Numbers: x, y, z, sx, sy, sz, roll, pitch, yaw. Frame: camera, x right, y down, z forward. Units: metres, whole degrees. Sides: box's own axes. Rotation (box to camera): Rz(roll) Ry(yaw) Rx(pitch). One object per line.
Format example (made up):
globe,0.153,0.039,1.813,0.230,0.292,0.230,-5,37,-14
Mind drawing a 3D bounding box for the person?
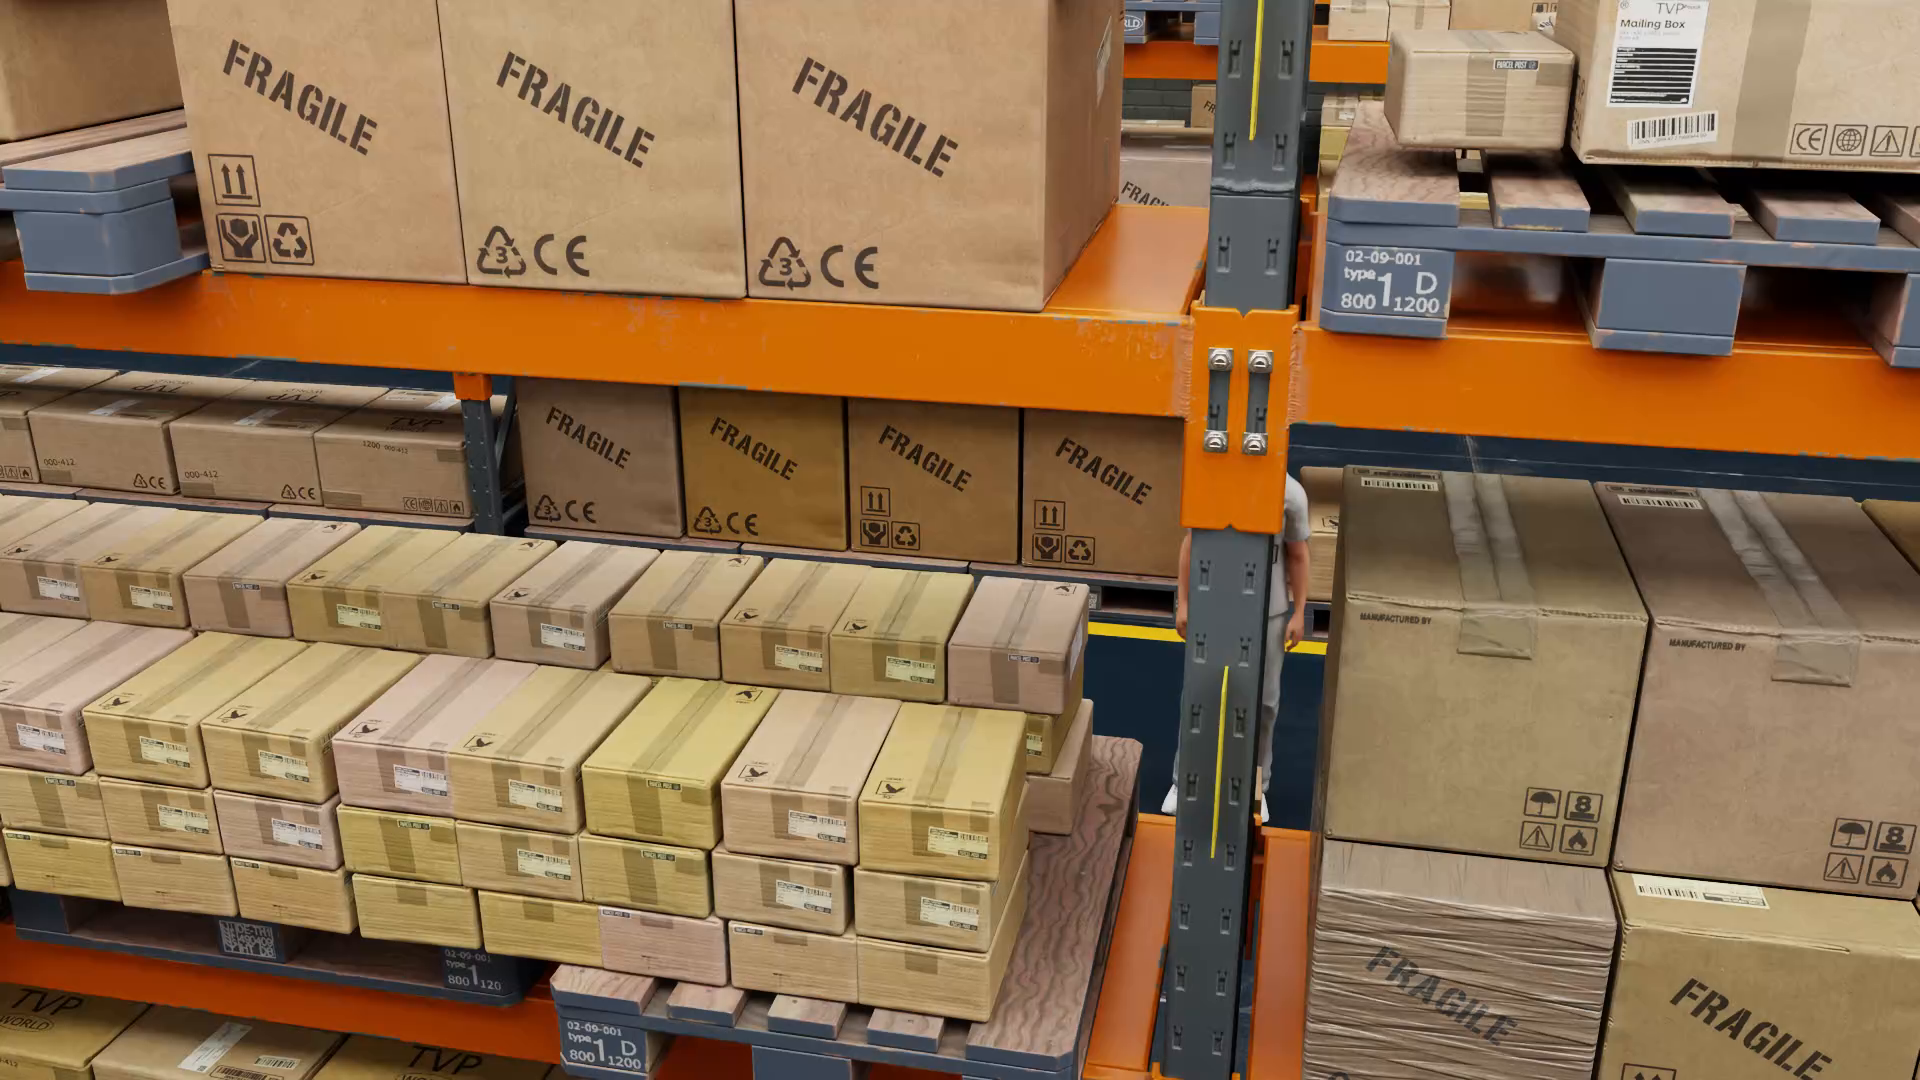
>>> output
person,1.071,0.283,6.376,0.503,1.673,0.349,4,22,10
